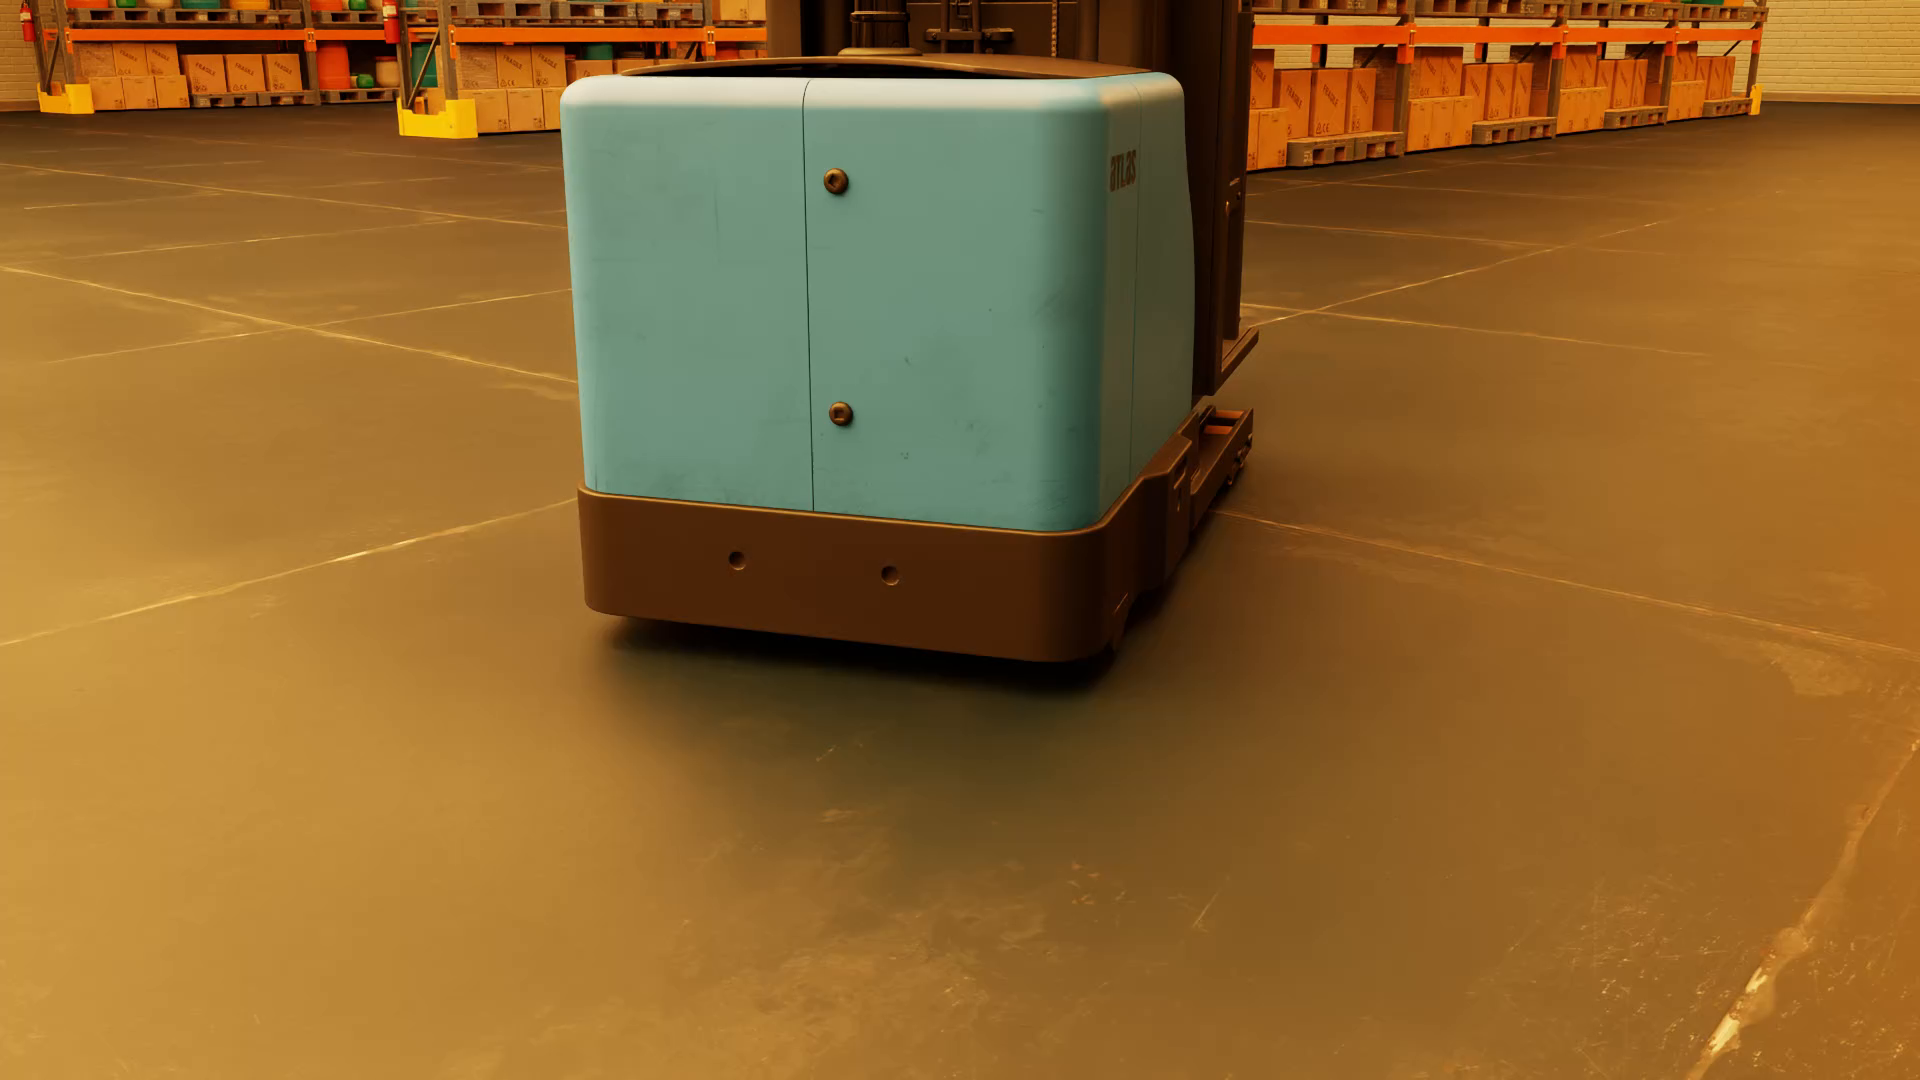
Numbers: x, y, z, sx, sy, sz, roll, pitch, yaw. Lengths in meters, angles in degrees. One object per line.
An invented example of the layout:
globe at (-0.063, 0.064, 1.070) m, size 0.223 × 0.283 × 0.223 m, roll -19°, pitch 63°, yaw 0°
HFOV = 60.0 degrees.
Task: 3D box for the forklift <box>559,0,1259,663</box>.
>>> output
forklift at (0.182, -1.571, 4.072) m, size 1.130 × 2.935 × 3.031 m, roll 5°, pitch 18°, yaw 17°
